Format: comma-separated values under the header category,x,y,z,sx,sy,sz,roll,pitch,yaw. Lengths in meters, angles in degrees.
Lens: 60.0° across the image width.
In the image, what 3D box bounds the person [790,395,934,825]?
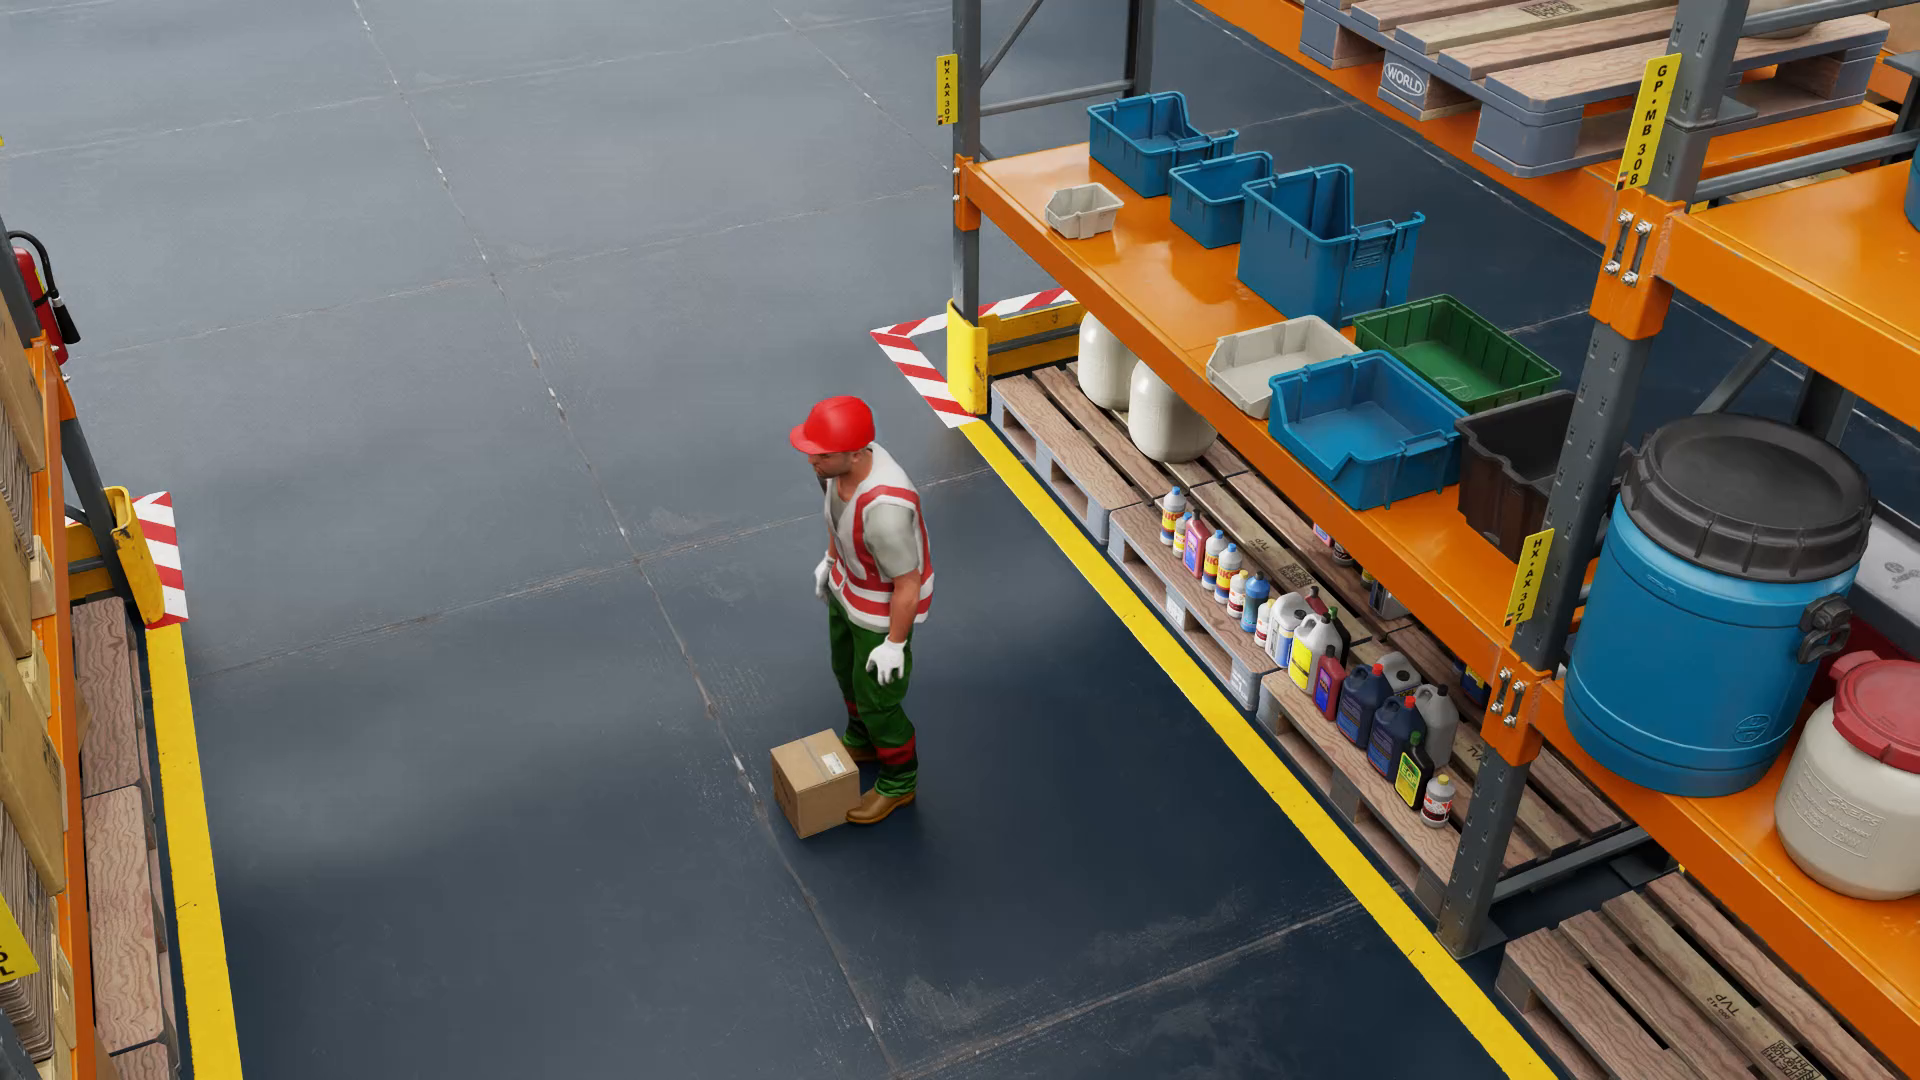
category,x,y,z,sx,sy,sz,roll,pitch,yaw
person,-0.340,0.236,5.823,0.456,1.778,0.615,-16,40,-20
